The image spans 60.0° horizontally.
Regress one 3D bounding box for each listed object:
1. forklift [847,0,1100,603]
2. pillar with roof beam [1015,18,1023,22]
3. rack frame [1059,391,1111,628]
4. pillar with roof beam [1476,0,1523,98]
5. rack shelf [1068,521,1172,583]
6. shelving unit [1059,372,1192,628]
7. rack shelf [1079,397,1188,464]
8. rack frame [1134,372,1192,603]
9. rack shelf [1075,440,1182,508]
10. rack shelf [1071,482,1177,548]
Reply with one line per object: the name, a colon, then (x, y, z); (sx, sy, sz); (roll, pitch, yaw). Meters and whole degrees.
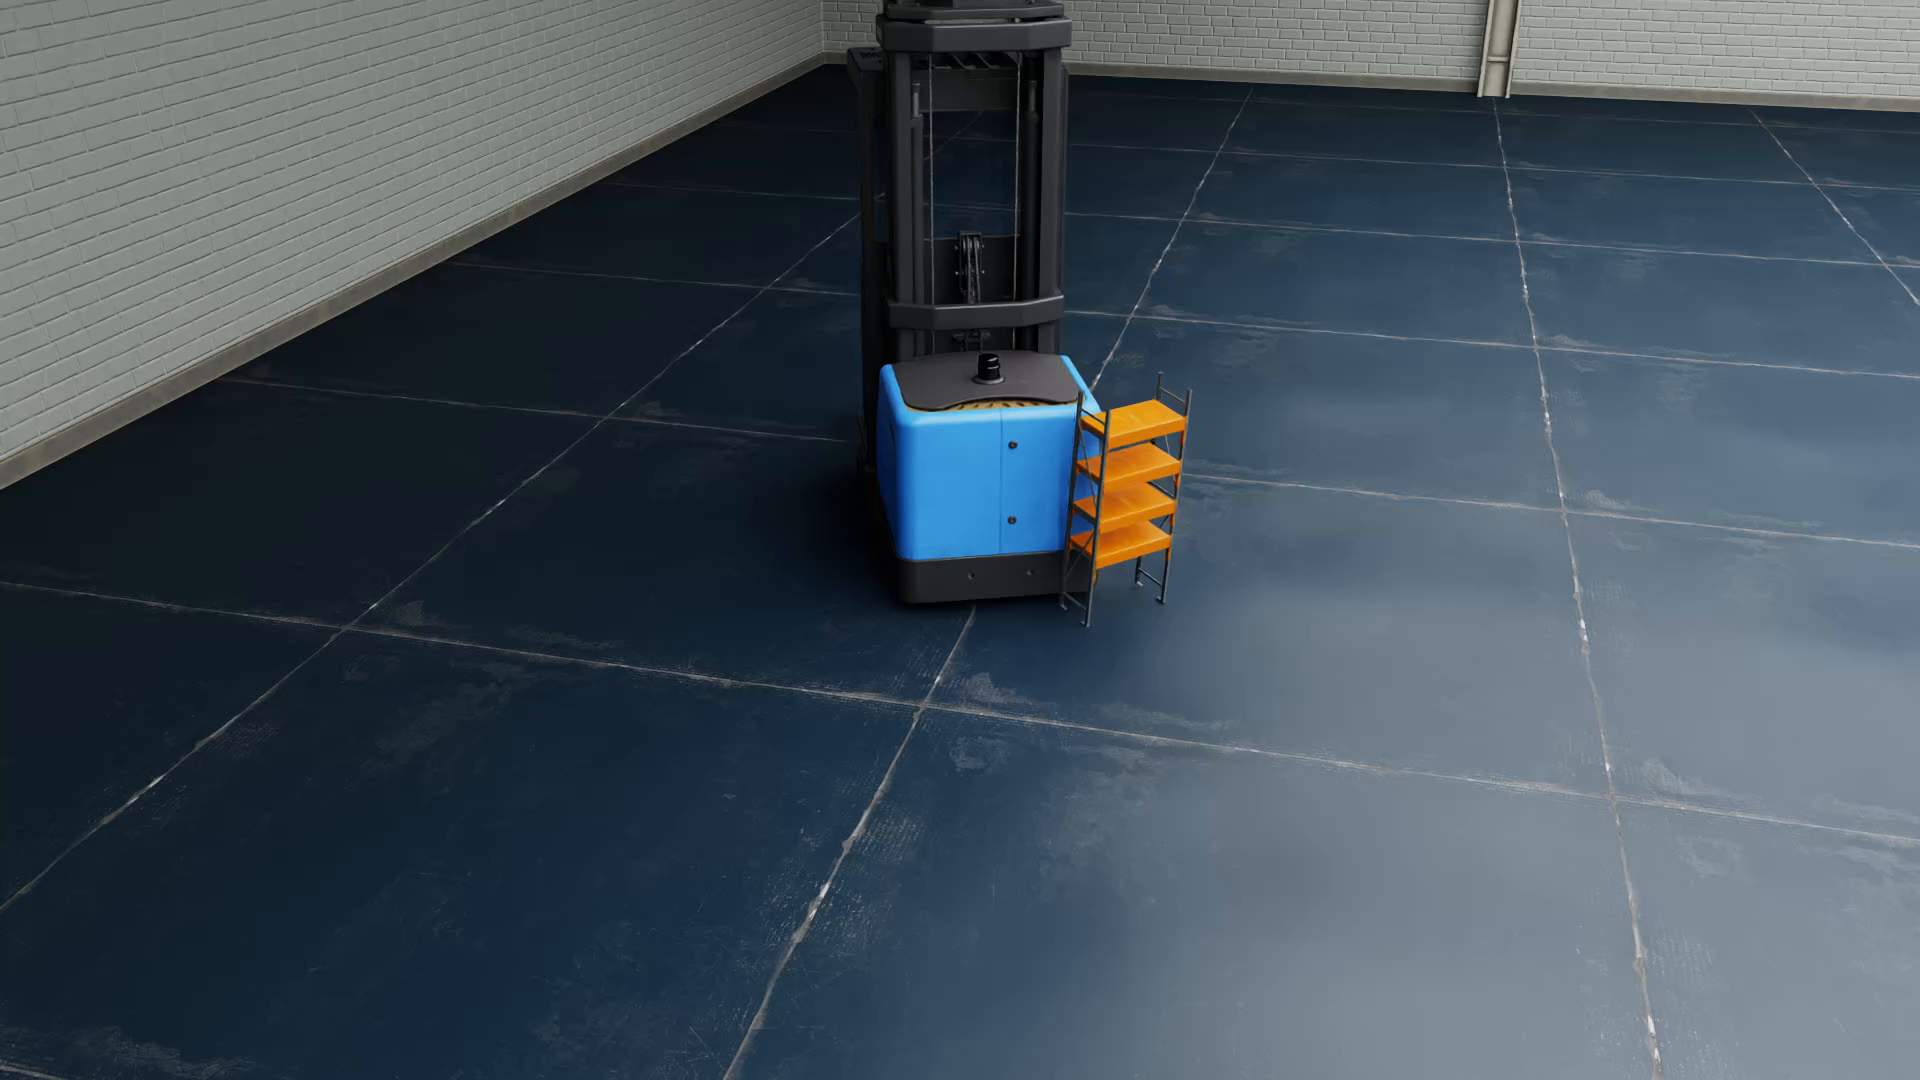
forklift: (-0.020, -1.608, 9.218); (1.130, 2.935, 3.031); (-4, 26, -8)
pillar with roof beam: (-0.114, -8.565, 16.772); (0.400, 9.000, 9.100); (6, 26, 13)
rack frame: (0.605, -0.135, 8.114); (0.015, 1.200, 0.240); (-16, 35, -29)
pillar with roof beam: (5.697, -7.923, 15.423); (0.400, 9.000, 9.100); (6, 26, 13)
rack shelf: (0.797, 0.038, 8.366); (0.480, 0.148, 0.258); (-16, 35, -29)
shelving unit: (0.810, -0.192, 8.234); (0.503, 1.200, 0.258); (-16, 35, -29)
rack shelf: (0.828, -0.533, 8.039); (0.480, 0.148, 0.258); (-16, 35, -29)
rack frame: (1.014, -0.249, 8.353); (0.015, 1.200, 0.240); (-16, 35, -29)
rack shelf: (0.817, -0.328, 8.156); (0.480, 0.148, 0.258); (-16, 35, -29)
rack shelf: (0.806, -0.134, 8.267); (0.480, 0.148, 0.258); (-16, 35, -29)
